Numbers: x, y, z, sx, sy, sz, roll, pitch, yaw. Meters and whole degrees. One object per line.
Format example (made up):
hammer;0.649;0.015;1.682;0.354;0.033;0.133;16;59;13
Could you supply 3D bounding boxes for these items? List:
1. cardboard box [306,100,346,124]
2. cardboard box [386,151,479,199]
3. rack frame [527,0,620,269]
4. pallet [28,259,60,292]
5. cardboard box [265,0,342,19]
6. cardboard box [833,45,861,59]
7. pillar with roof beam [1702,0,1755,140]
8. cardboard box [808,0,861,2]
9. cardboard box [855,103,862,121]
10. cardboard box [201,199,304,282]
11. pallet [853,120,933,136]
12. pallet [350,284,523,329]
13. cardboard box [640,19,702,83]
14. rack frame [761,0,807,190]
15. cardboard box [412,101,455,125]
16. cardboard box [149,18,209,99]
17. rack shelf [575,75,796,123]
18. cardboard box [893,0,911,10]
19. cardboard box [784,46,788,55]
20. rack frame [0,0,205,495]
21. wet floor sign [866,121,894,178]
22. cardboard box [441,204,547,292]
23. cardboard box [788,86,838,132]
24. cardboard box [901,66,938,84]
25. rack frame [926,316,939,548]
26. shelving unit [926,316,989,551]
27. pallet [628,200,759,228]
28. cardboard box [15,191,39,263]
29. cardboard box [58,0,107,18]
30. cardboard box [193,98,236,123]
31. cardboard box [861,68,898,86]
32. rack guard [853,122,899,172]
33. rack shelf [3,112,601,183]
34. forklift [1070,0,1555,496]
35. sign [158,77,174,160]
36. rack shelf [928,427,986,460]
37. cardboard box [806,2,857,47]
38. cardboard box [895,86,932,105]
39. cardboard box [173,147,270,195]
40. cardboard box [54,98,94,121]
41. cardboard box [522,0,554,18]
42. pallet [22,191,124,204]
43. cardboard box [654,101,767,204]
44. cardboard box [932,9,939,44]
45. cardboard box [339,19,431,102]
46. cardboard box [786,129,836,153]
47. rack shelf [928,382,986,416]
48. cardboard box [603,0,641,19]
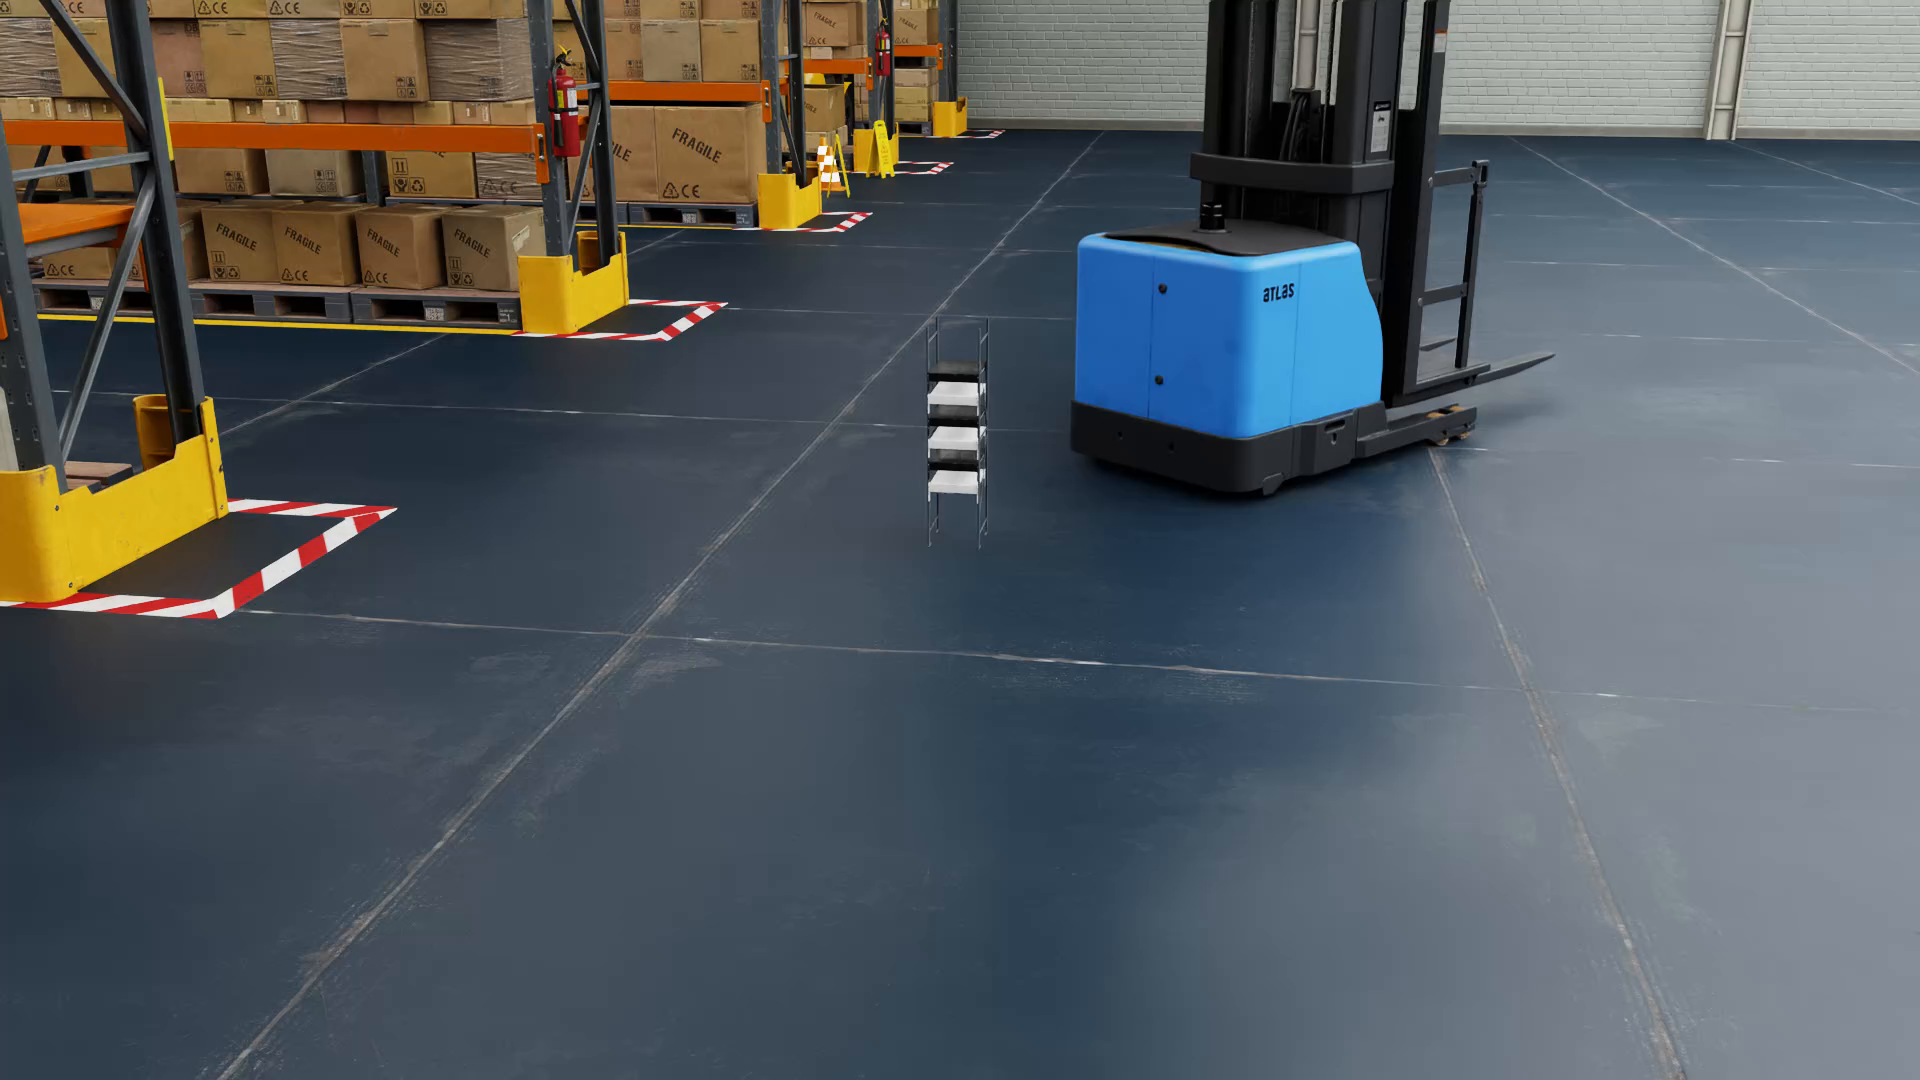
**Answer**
cardboard box;-4.081;-2.829;10.928;0.250;0.149;0.380;3;19;9
cardboard box;-4.983;-3.829;16.207;0.875;0.875;0.875;3;19;9
rack frame;-2.530;-2.941;10.866;0.127;3.000;1.000;3;19;9
pallet;-7.248;-1.859;12.026;1.213;0.211;1.003;3;19;9
cardboard box;-4.100;-3.603;10.643;0.500;0.500;0.500;3;19;9
cardboard box;-1.361;-5.879;20.041;0.250;0.149;0.380;4;19;10
pillar with roof beam;10.447;-8.811;18.954;0.400;9.000;9.100;3;19;9
cardboard box;-1.497;-6.666;19.796;0.500;0.500;0.700;2;19;7
cardboard box;-1.670;-6.477;25.105;0.500;0.250;0.500;3;19;9
cardboard box;-4.898;-2.090;11.601;0.500;0.500;0.500;1;19;4
pallet;-0.936;-6.304;25.311;1.213;0.211;1.003;3;19;9
pallet;-3.401;-1.675;11.475;1.213;0.211;1.003;3;19;9
cardboard box;-2.563;-4.586;15.547;0.550;0.550;0.875;3;19;9
rack frame;-1.643;-4.490;15.495;0.127;3.000;1.000;3;19;9
cardboard box;-3.346;-2.781;10.783;0.250;0.149;0.380;3;19;9
cardboard box;-5.047;-3.259;11.190;0.500;0.500;0.875;3;19;9
rack shelf;-3.618;-4.250;15.910;4.000;0.370;1.077;3;19;9
cardboard box;-0.818;-7.889;24.475;0.250;0.149;0.380;3;19;10
cardboard box;-2.137;-5.880;20.044;0.250;0.149;0.380;3;19;10
rack frame;-3.315;-1.389;6.229;0.127;3.000;1.000;3;19;9
wet floor sign;-0.940;-4.585;19.488;0.232;0.644;0.267;10;21;27
cardboard box;-3.144;-1.992;11.306;0.500;0.500;0.500;7;20;19
cardboard box;-1.790;-5.255;20.272;0.500;0.500;0.500;3;19;9
cardboard box;-0.619;-7.054;25.254;0.500;0.250;0.500;3;19;8
rack frame;-0.108;-0.432;6.677;0.006;0.900;0.240;3;19;9
shelving unit;-0.008;-0.427;6.662;0.210;0.900;0.258;3;19;9
pallet;-2.445;-3.183;15.985;1.213;0.211;1.003;3;19;9
cardboard box;-7.082;-2.203;11.907;0.500;0.500;0.700;1;19;4
cardboard box;-5.581;-3.678;10.867;0.500;0.500;0.500;3;19;9
cardboard box;-4.831;-2.847;10.981;0.250;0.149;0.380;3;19;9
cardboard box;-1.183;-6.920;24.853;0.500;0.250;0.500;3;19;10
rack guard;-1.033;-4.864;20.553;0.348;0.500;1.175;3;19;9
rack shelf;-4.504;-2.701;11.281;4.000;0.370;1.077;3;19;9
forklift;1.946;-1.959;8.040;3.031;2.935;1.130;-16;24;-40
sign;-3.224;-1.693;6.699;0.005;0.325;0.100;3;19;9
rack shelf;-0.008;-0.396;6.672;0.200;0.077;0.258;3;19;9
cardboard box;-1.537;-6.175;19.906;0.500;0.500;0.500;3;19;8
cardboard box;-0.704;-6.660;24.864;0.500;0.250;0.500;3;19;8
cardboard box;-7.171;-3.876;16.545;0.750;0.750;1.050;3;19;9
cardboard box;-5.818;-2.898;11.132;0.250;0.149;0.380;3;19;9
cardboard box;-3.029;-3.717;10.982;0.500;0.500;0.500;3;19;9
pallet;-8.775;-3.507;16.952;1.213;0.211;1.003;3;19;9
cardboard box;-2.323;-3.695;15.806;0.875;0.875;0.875;3;19;9
cardboard box;-0.619;-7.760;25.112;0.500;0.500;0.500;4;19;10
cardboard box;-3.581;-3.154;10.874;0.500;0.500;0.875;3;19;9
cardboard box;-1.822;-4.899;20.388;0.500;0.250;0.500;3;19;8
rack shelf;-0.008;-0.566;6.615;0.200;0.077;0.258;3;19;9
cardboard box;-3.092;-5.174;15.600;0.550;0.550;0.875;3;19;9
